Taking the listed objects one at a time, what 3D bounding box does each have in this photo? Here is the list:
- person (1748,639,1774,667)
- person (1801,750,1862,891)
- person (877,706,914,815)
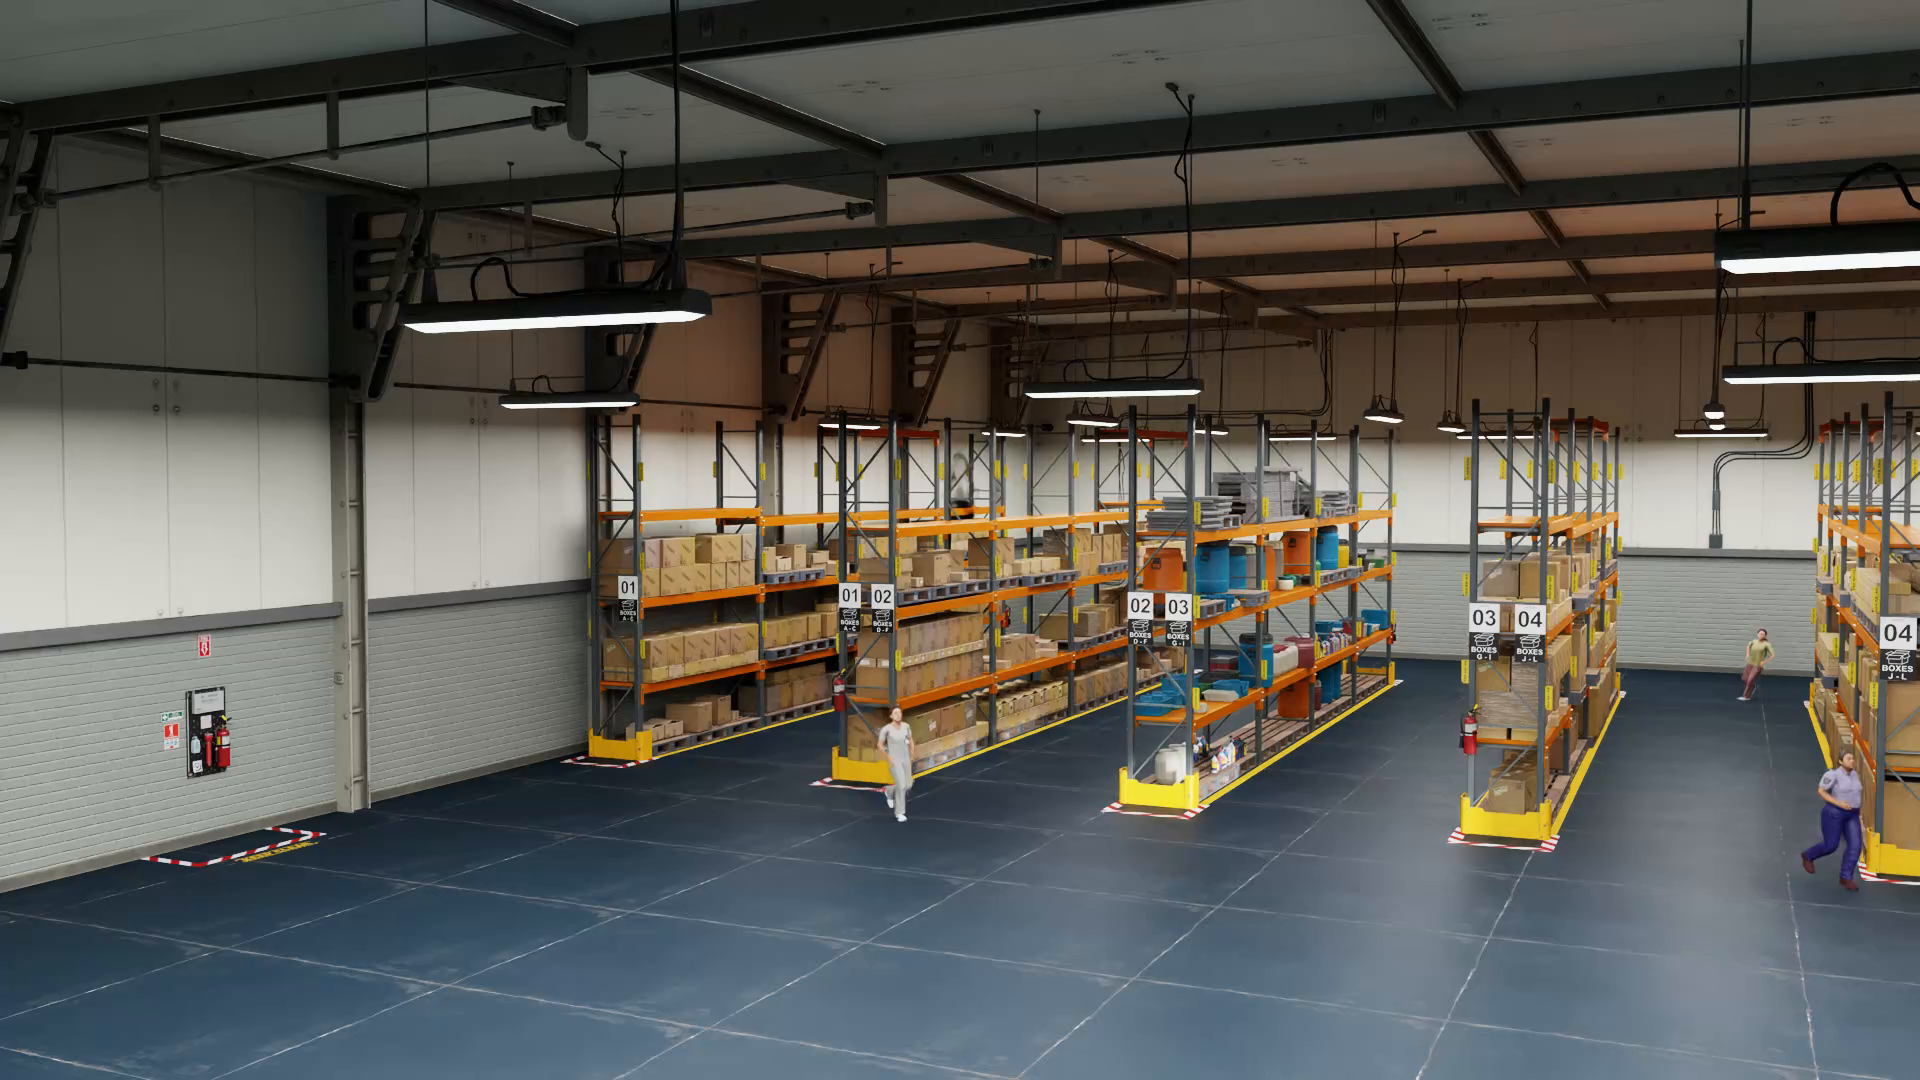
[{"bbox_3d":[17.400,2.461,36.168,0.315,0.602,0.572,-2,3,-35],"label":"person"},{"bbox_3d":[10.693,3.373,20.206,0.631,1.614,0.820,0,2,-12],"label":"person"},{"bbox_3d":[-0.916,3.168,24.013,0.564,1.574,0.529,-1,3,-30],"label":"person"}]
